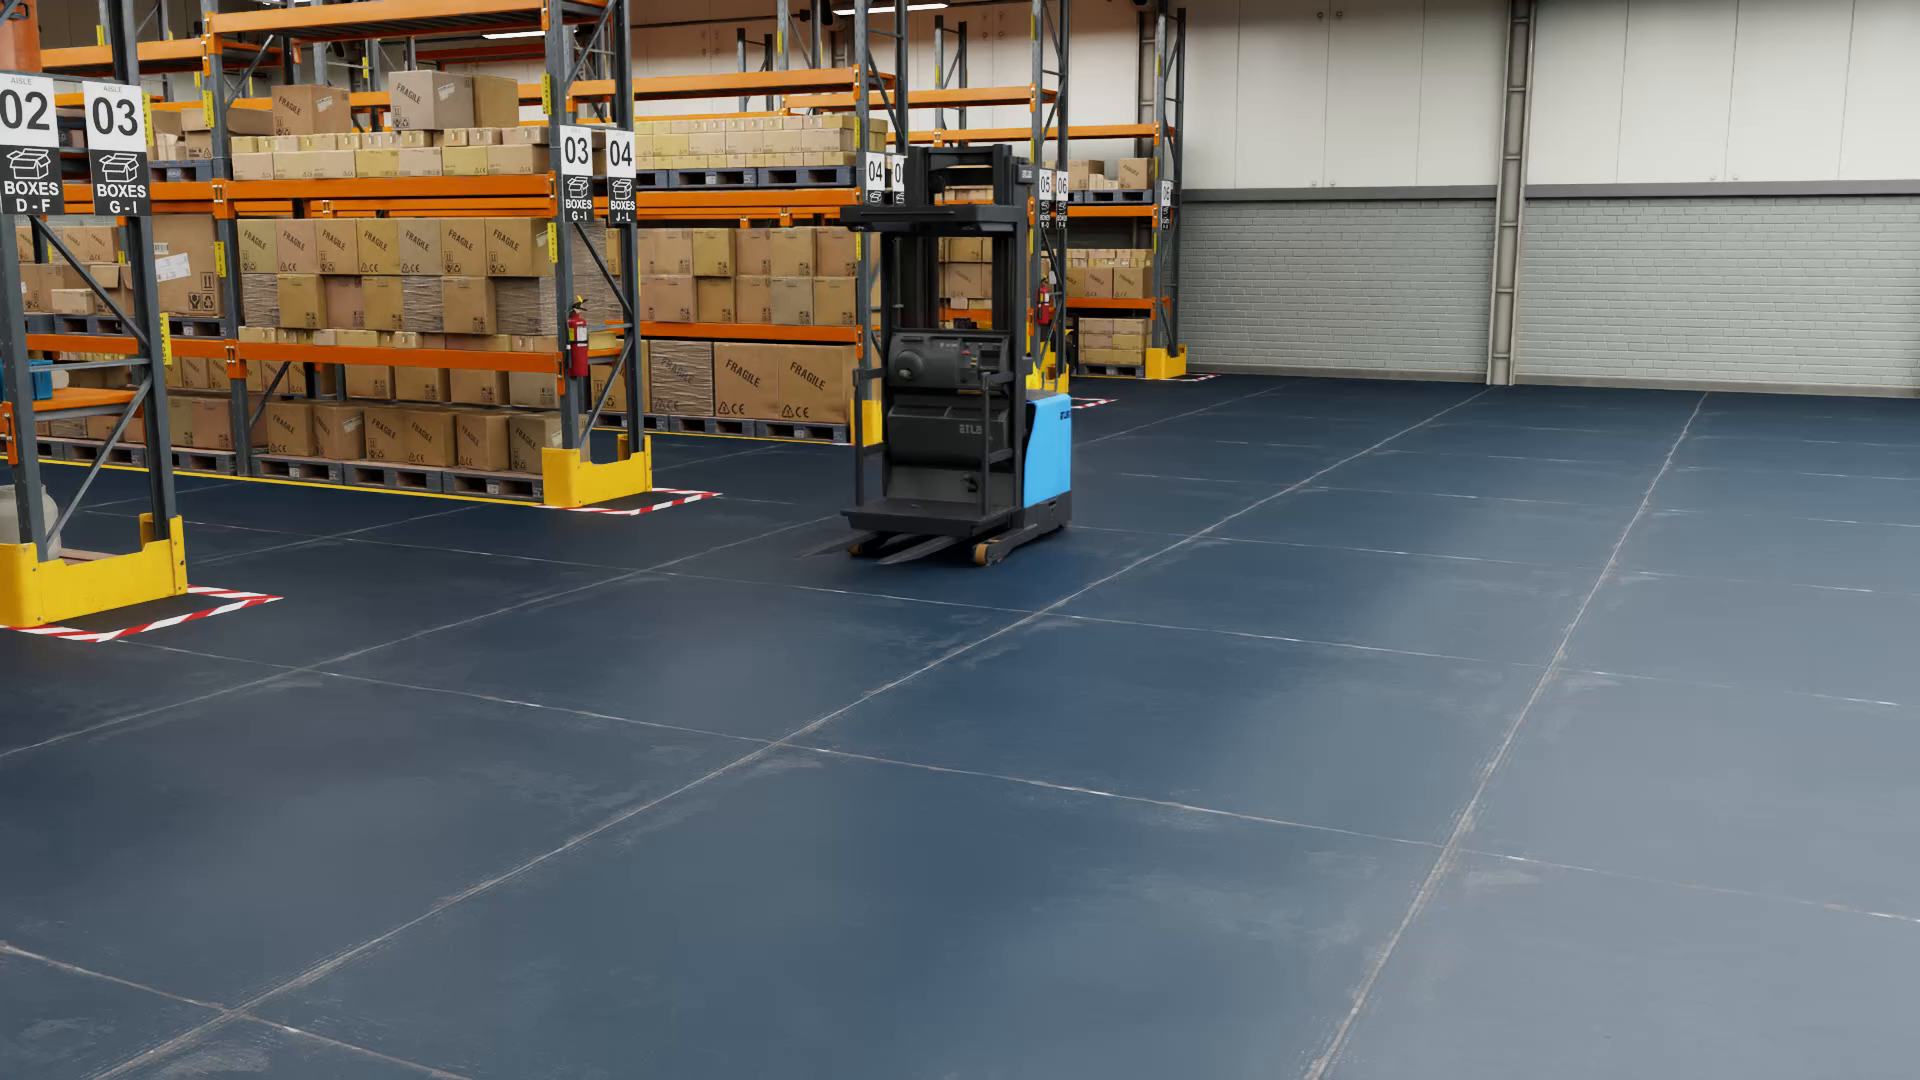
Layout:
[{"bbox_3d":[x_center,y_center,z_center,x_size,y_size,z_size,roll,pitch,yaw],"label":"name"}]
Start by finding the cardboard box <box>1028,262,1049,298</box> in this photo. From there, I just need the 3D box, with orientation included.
[{"bbox_3d":[0.937,-3.710,23.693,0.500,0.500,0.500,5,11,25],"label":"cardboard box"}]

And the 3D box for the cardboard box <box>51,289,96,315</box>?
[{"bbox_3d":[-8.919,-2.445,17.059,0.500,0.250,0.500,5,11,24],"label":"cardboard box"}]

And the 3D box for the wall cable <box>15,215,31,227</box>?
[{"bbox_3d":[-18.177,-5.650,32.585,0.123,1.953,0.585,5,11,26],"label":"wall cable"}]

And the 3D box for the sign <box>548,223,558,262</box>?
[{"bbox_3d":[-3.409,-2.489,13.920,0.005,0.325,0.100,5,11,26],"label":"sign"}]

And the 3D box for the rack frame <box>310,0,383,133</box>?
[{"bbox_3d":[-8.035,-6.217,21.814,0.127,3.000,1.000,5,11,26],"label":"rack frame"}]

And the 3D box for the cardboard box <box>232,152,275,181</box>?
[{"bbox_3d":[-6.443,-3.492,15.598,0.500,0.250,0.500,5,11,24],"label":"cardboard box"}]

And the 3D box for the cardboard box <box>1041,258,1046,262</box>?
[{"bbox_3d":[1.392,-4.718,28.272,0.250,0.149,0.380,5,11,25],"label":"cardboard box"}]

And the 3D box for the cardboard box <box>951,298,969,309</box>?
[{"bbox_3d":[0.068,-3.346,23.502,0.250,0.149,0.380,5,12,27],"label":"cardboard box"}]

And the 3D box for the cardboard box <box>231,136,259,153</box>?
[{"bbox_3d":[-6.578,-3.689,15.571,0.250,0.149,0.380,5,11,24],"label":"cardboard box"}]

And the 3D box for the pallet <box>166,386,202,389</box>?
[{"bbox_3d":[-10.923,-2.147,24.000,1.213,0.211,1.003,5,11,26],"label":"pallet"}]

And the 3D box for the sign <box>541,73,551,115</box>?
[{"bbox_3d":[-3.409,-3.675,13.705,0.005,0.325,0.100,5,11,26],"label":"sign"}]

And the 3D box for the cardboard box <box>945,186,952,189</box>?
[{"bbox_3d":[-0.257,-5.059,23.424,0.500,0.250,0.500,5,12,27],"label":"cardboard box"}]

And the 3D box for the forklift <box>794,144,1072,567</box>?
[{"bbox_3d":[-0.170,-1.339,11.897,1.130,2.935,3.031,5,11,23],"label":"forklift"}]

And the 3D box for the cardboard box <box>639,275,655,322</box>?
[{"bbox_3d":[-3.608,-2.957,20.224,0.550,0.550,0.875,5,11,26],"label":"cardboard box"}]

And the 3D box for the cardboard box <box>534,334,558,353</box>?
[{"bbox_3d":[-3.493,-1.716,14.496,0.250,0.149,0.380,5,11,26],"label":"cardboard box"}]

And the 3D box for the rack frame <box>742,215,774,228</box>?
[{"bbox_3d":[-3.742,-4.857,31.142,0.127,3.000,1.000,5,11,26],"label":"rack frame"}]

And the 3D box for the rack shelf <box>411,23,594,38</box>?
[{"bbox_3d":[-7.729,-8.455,26.865,4.000,0.370,1.077,5,11,26],"label":"rack shelf"}]

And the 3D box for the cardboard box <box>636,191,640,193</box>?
[{"bbox_3d":[-5.090,-5.513,26.063,0.500,0.500,0.700,5,11,26],"label":"cardboard box"}]

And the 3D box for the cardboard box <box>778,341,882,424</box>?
[{"bbox_3d":[-1.498,-1.839,19.254,0.875,0.875,0.875,5,11,26],"label":"cardboard box"}]

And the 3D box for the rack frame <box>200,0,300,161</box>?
[{"bbox_3d":[-6.733,-5.118,15.739,0.127,3.000,1.000,5,11,26],"label":"rack frame"}]

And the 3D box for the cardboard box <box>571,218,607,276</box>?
[{"bbox_3d":[-3.519,-2.625,14.888,0.500,0.500,0.500,5,11,26],"label":"cardboard box"}]

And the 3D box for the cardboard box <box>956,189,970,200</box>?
[{"bbox_3d":[0.137,-4.840,23.335,0.250,0.149,0.380,5,11,26],"label":"cardboard box"}]

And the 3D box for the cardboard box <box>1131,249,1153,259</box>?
[{"bbox_3d":[3.017,-4.736,27.536,0.250,0.149,0.380,5,11,26],"label":"cardboard box"}]

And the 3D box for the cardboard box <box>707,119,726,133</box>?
[{"bbox_3d":[-2.681,-4.728,19.014,0.250,0.149,0.380,5,11,26],"label":"cardboard box"}]

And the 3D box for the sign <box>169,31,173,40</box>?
[{"bbox_3d":[-11.382,-7.159,23.950,0.005,0.325,0.100,5,11,26],"label":"sign"}]

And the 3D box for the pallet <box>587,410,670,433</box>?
[{"bbox_3d":[-3.800,-1.505,20.455,1.213,0.211,1.003,5,11,26],"label":"pallet"}]

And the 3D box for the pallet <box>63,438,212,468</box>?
[{"bbox_3d":[-8.530,-0.951,17.390,1.213,0.211,1.003,5,11,26],"label":"pallet"}]

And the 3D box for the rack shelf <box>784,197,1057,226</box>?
[{"bbox_3d":[-0.555,-4.713,23.945,4.000,0.370,1.077,5,11,26],"label":"rack shelf"}]

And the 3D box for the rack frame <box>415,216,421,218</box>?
[{"bbox_3d":[-9.522,-4.379,28.502,0.127,3.000,1.000,5,11,26],"label":"rack frame"}]

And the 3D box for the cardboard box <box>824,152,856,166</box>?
[{"bbox_3d":[-1.309,-4.215,18.420,0.250,0.149,0.380,5,11,26],"label":"cardboard box"}]

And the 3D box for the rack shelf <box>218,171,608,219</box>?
[{"bbox_3d":[-4.939,-3.130,15.200,4.000,0.370,1.077,5,11,26],"label":"rack shelf"}]

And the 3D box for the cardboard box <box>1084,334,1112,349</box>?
[{"bbox_3d":[2.412,-3.356,27.986,0.500,0.250,0.500,5,11,25],"label":"cardboard box"}]

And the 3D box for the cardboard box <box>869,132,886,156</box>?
[{"bbox_3d":[-1.180,-4.518,18.975,0.500,0.250,0.500,5,11,26],"label":"cardboard box"}]

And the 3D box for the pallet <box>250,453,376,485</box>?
[{"bbox_3d":[-6.115,-0.746,16.261,1.213,0.211,1.003,5,11,26],"label":"pallet"}]

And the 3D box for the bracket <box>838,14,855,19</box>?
[{"bbox_3d":[-1.959,-9.532,30.021,0.430,0.232,0.235,5,11,26],"label":"bracket"}]

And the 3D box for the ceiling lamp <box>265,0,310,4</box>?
[{"bbox_3d":[-9.740,-9.789,25.157,2.000,3.185,0.800,5,11,26],"label":"ceiling lamp"}]

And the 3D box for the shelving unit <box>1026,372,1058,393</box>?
[{"bbox_3d":[0.496,-0.784,13.636,0.503,1.200,0.258,6,7,31],"label":"shelving unit"}]

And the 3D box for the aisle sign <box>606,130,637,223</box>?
[{"bbox_3d":[-2.958,-3.173,14.538,0.004,0.787,0.394,5,11,26],"label":"aisle sign"}]

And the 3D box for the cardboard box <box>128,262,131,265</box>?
[{"bbox_3d":[-11.472,-3.852,23.444,0.250,0.149,0.380,6,12,29],"label":"cardboard box"}]

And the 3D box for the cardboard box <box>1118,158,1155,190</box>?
[{"bbox_3d":[2.927,-6.003,27.314,0.500,0.500,0.500,5,12,28],"label":"cardboard box"}]

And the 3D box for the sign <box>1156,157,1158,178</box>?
[{"bbox_3d":[3.179,-6.013,26.847,0.005,0.325,0.100,5,11,26],"label":"sign"}]

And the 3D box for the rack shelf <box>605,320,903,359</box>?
[{"bbox_3d":[-2.654,-2.438,19.800,4.000,0.370,1.077,5,11,26],"label":"rack shelf"}]

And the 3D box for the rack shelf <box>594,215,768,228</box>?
[{"bbox_3d":[-5.536,-6.136,31.810,4.000,0.370,1.077,5,11,26],"label":"rack shelf"}]

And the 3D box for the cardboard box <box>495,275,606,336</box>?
[{"bbox_3d":[-3.627,-2.094,14.760,0.500,0.500,0.875,5,11,26],"label":"cardboard box"}]

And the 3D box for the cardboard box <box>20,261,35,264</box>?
[{"bbox_3d":[-13.544,-3.894,24.705,0.500,0.500,0.500,5,11,24],"label":"cardboard box"}]

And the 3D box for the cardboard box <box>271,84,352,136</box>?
[{"bbox_3d":[-6.217,-4.089,15.956,0.500,0.500,0.500,5,11,24],"label":"cardboard box"}]

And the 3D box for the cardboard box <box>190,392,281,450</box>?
[{"bbox_3d":[-7.274,-1.204,16.743,0.500,0.500,0.700,4,11,21],"label":"cardboard box"}]

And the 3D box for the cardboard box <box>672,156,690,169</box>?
[{"bbox_3d":[-3.129,-4.375,19.304,0.250,0.149,0.380,5,11,26],"label":"cardboard box"}]

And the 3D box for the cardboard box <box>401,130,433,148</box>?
[{"bbox_3d":[-4.697,-3.525,14.661,0.250,0.149,0.380,4,11,23],"label":"cardboard box"}]

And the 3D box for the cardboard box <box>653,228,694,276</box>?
[{"bbox_3d":[-3.164,-3.431,19.813,0.550,0.550,0.875,5,11,26],"label":"cardboard box"}]

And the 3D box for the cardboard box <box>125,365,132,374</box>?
[{"bbox_3d":[-12.045,-2.504,24.136,0.250,0.149,0.380,5,12,27],"label":"cardboard box"}]

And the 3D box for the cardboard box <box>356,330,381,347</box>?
[{"bbox_3d":[-5.322,-1.861,15.296,0.250,0.149,0.380,5,11,26],"label":"cardboard box"}]
